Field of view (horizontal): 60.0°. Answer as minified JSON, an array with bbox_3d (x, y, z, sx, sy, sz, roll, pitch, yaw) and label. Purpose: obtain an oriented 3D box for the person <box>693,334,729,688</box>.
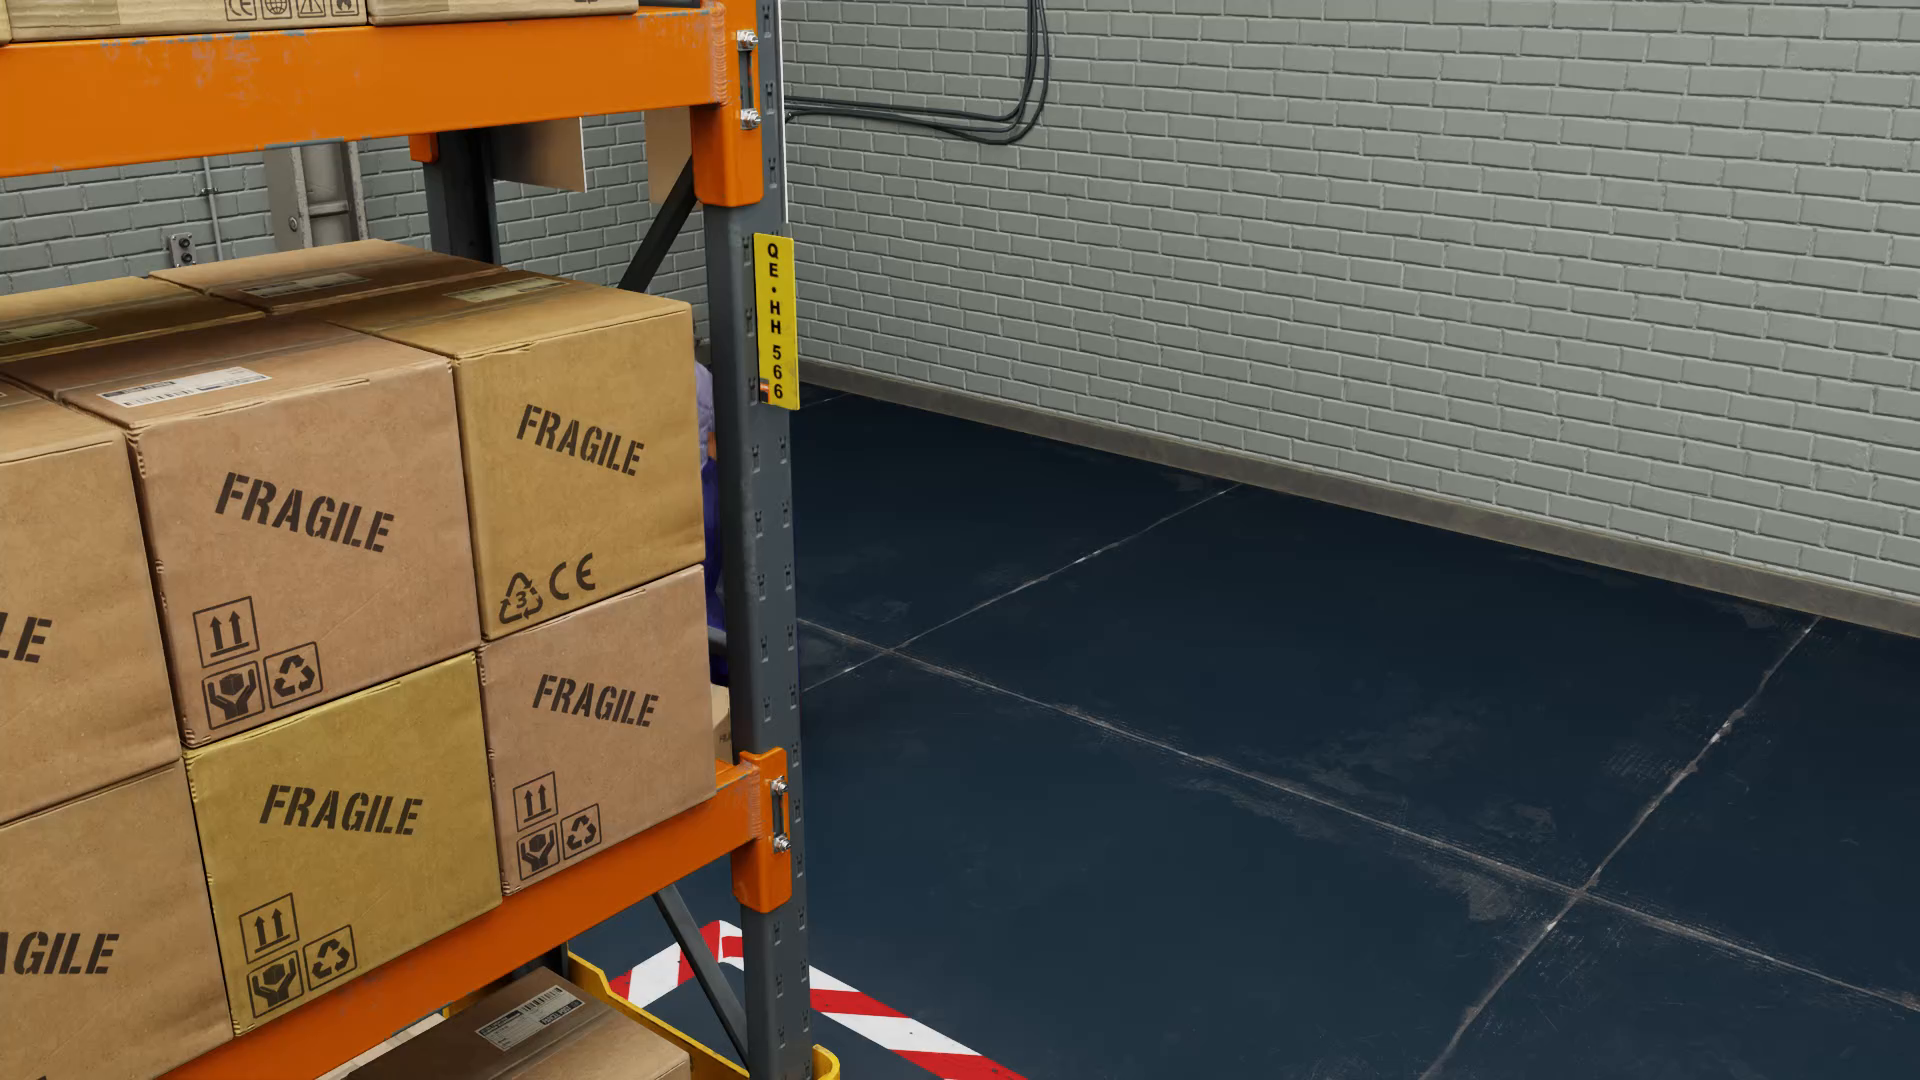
[{"bbox_3d":[-0.960,-0.083,6.325,0.542,1.642,0.562,2,20,5],"label":"person"}]
